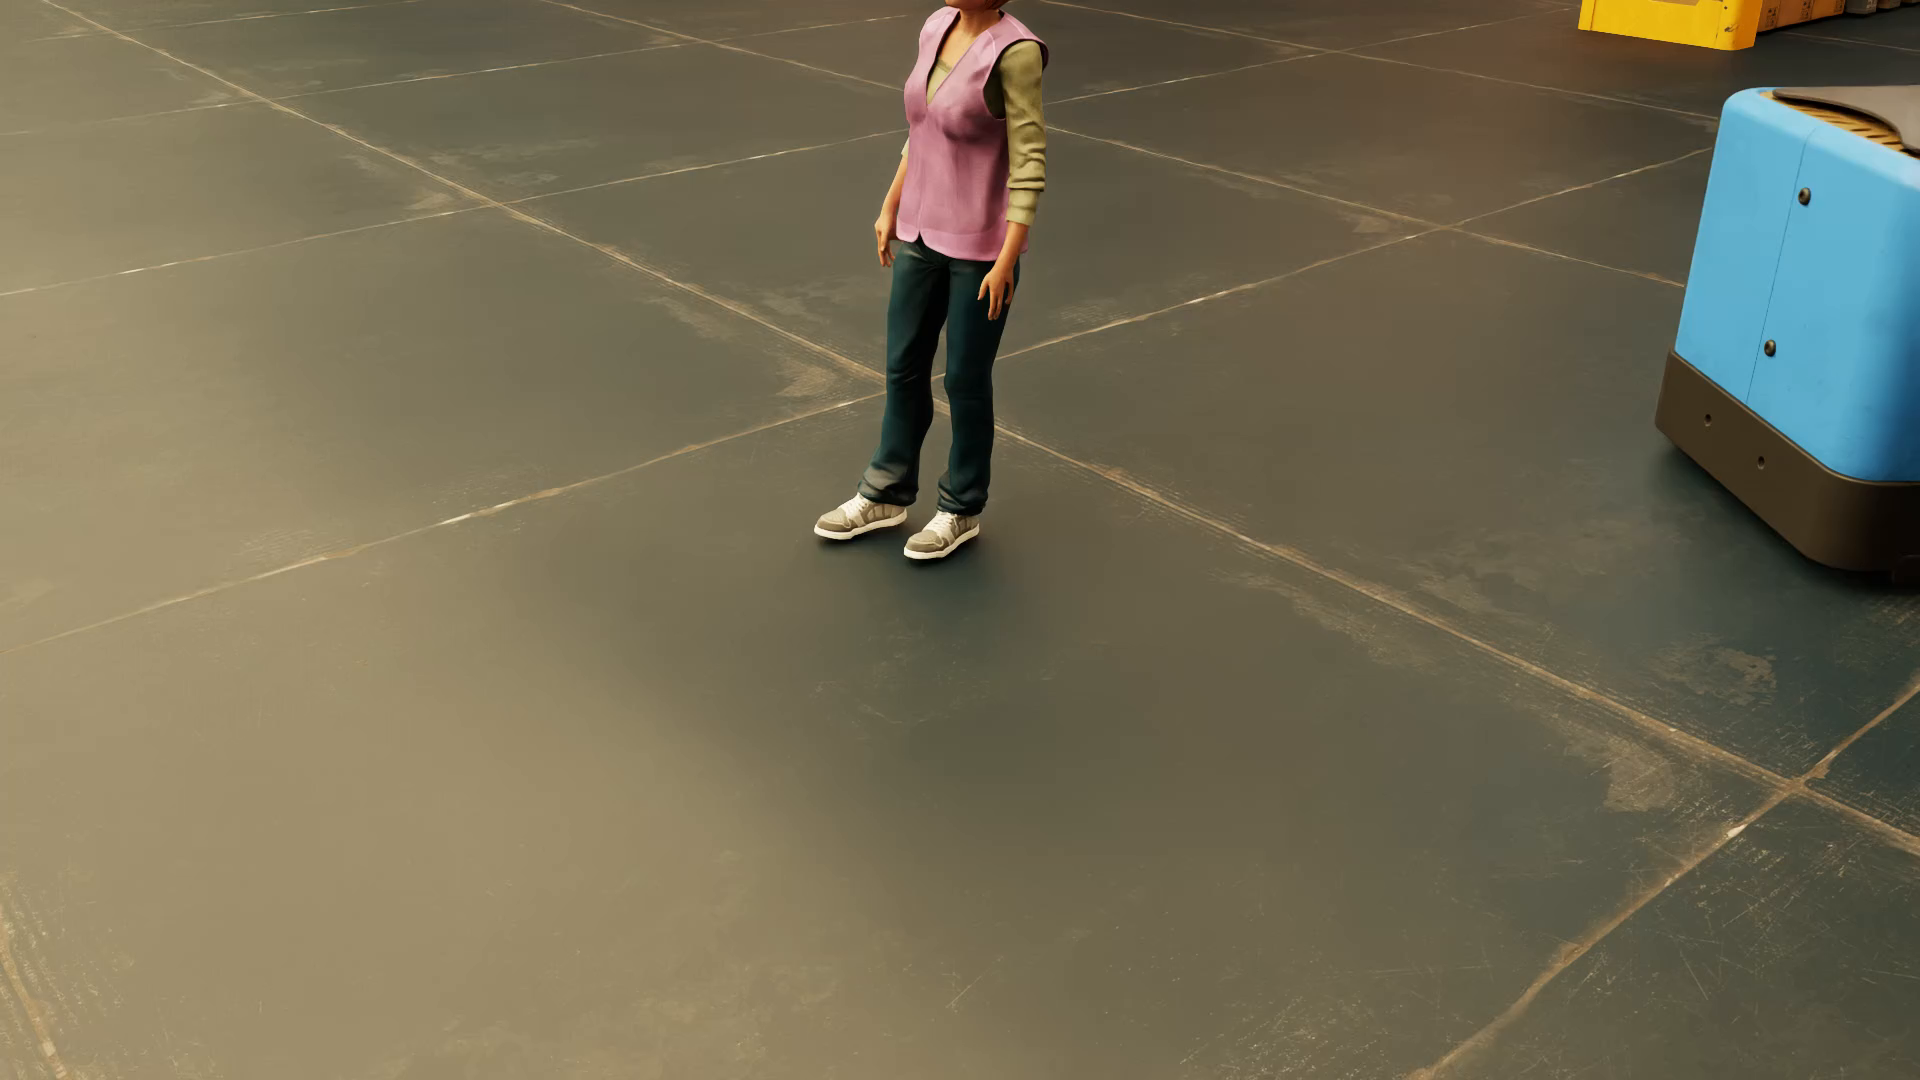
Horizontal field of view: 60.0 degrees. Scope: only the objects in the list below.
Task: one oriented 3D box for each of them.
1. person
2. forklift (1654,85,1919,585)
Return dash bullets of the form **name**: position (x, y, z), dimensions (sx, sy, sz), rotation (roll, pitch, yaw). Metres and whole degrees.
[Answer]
- **person**: position (-0.065, -0.706, 4.110), dimensions (0.476, 1.597, 0.520), rotation (-20, 33, -35)
- **forklift**: position (3.643, -1.445, 4.115), dimensions (3.031, 2.935, 1.130), rotation (-2, 26, -4)
